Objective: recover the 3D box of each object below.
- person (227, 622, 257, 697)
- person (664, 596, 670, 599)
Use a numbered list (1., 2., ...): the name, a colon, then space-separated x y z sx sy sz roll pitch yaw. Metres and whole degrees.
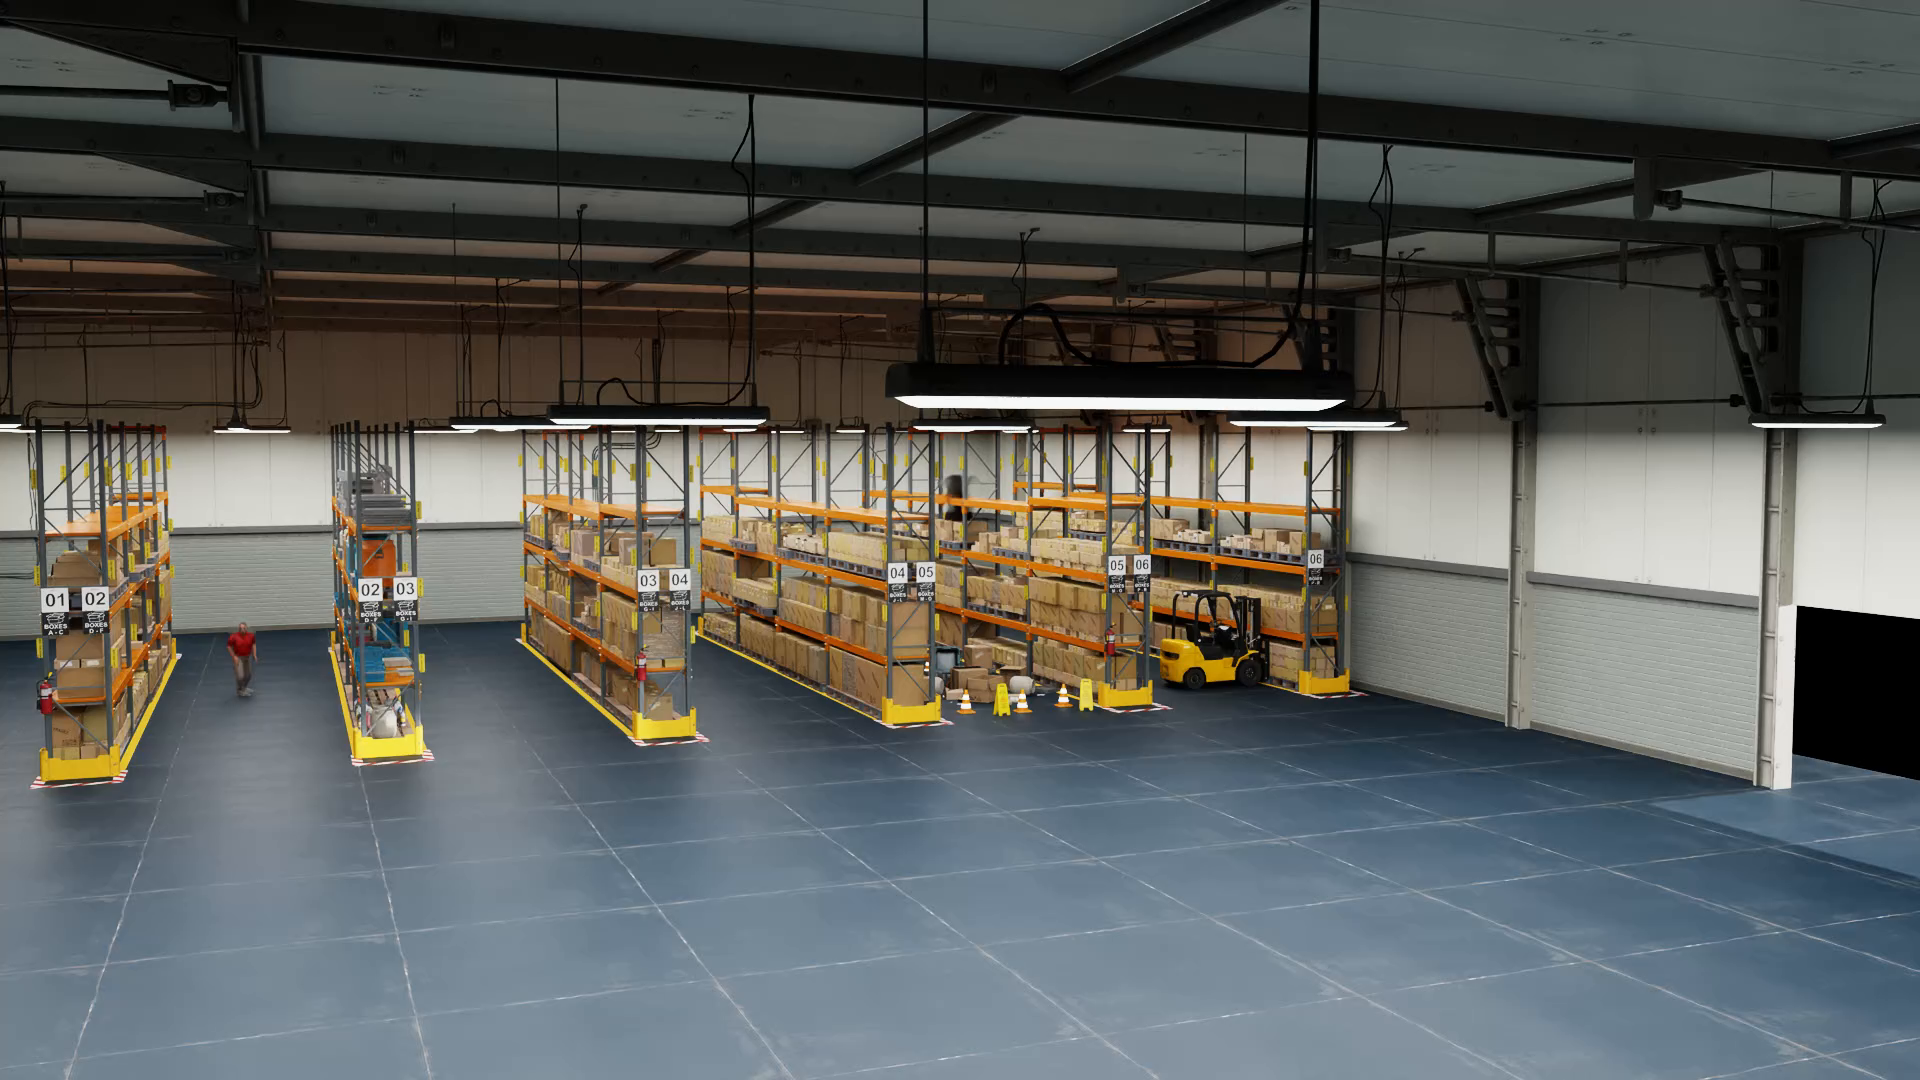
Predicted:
1. person: -15.841 2.622 36.631 0.765 1.670 0.672 3 5 40
2. person: -8.395 1.953 46.954 0.665 1.728 0.957 -1 4 -11
